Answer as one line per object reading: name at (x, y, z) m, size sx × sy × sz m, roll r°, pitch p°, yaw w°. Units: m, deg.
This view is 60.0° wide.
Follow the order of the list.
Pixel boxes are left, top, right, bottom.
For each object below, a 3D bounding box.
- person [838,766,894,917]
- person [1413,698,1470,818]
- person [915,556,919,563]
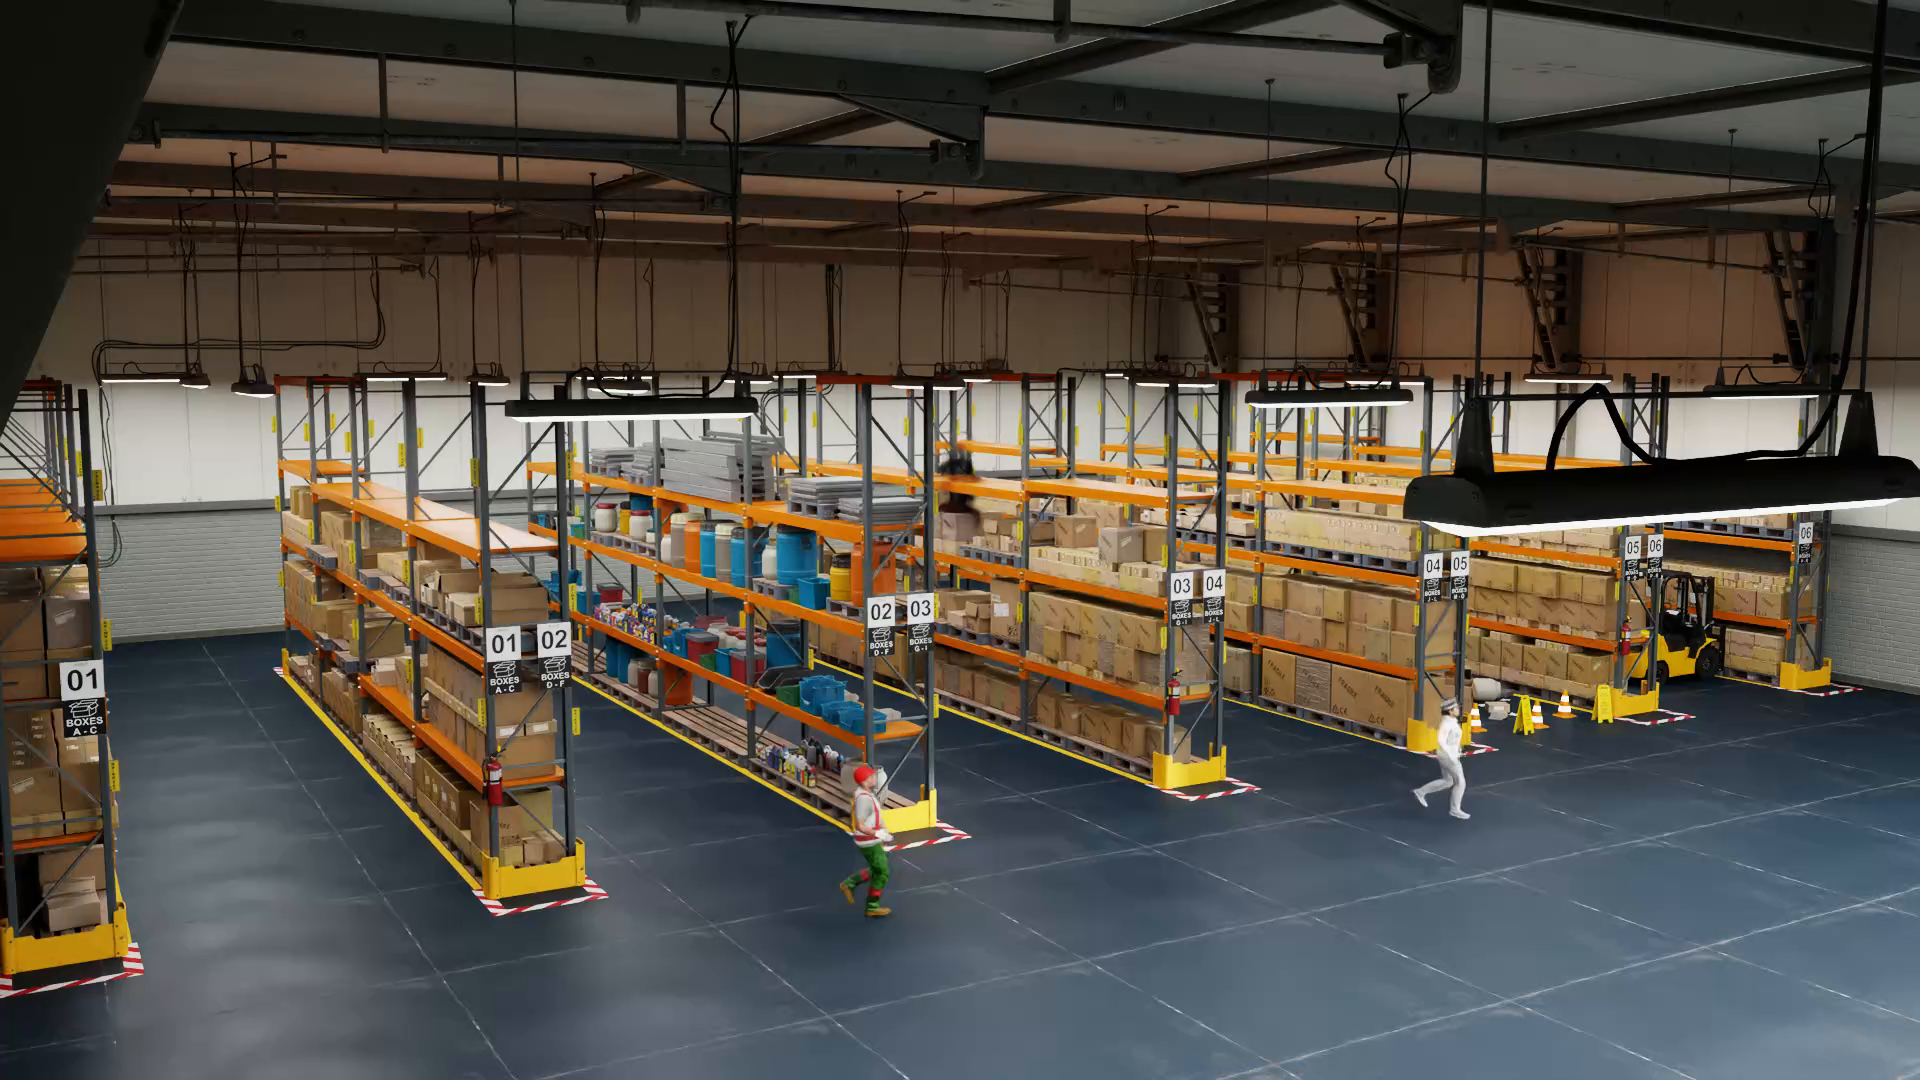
person at (-1.070, 3.408, 18.843) m, size 0.621 × 1.736 × 0.653 m, roll -1°, pitch 6°, yaw -5°
person at (6.694, 3.001, 22.989) m, size 0.743 × 1.681 × 0.637 m, roll 1°, pitch 6°, yaw 11°
person at (-1.086, 1.223, 38.972) m, size 0.661 × 1.777 × 0.766 m, roll -4°, pitch 7°, yaw -29°
